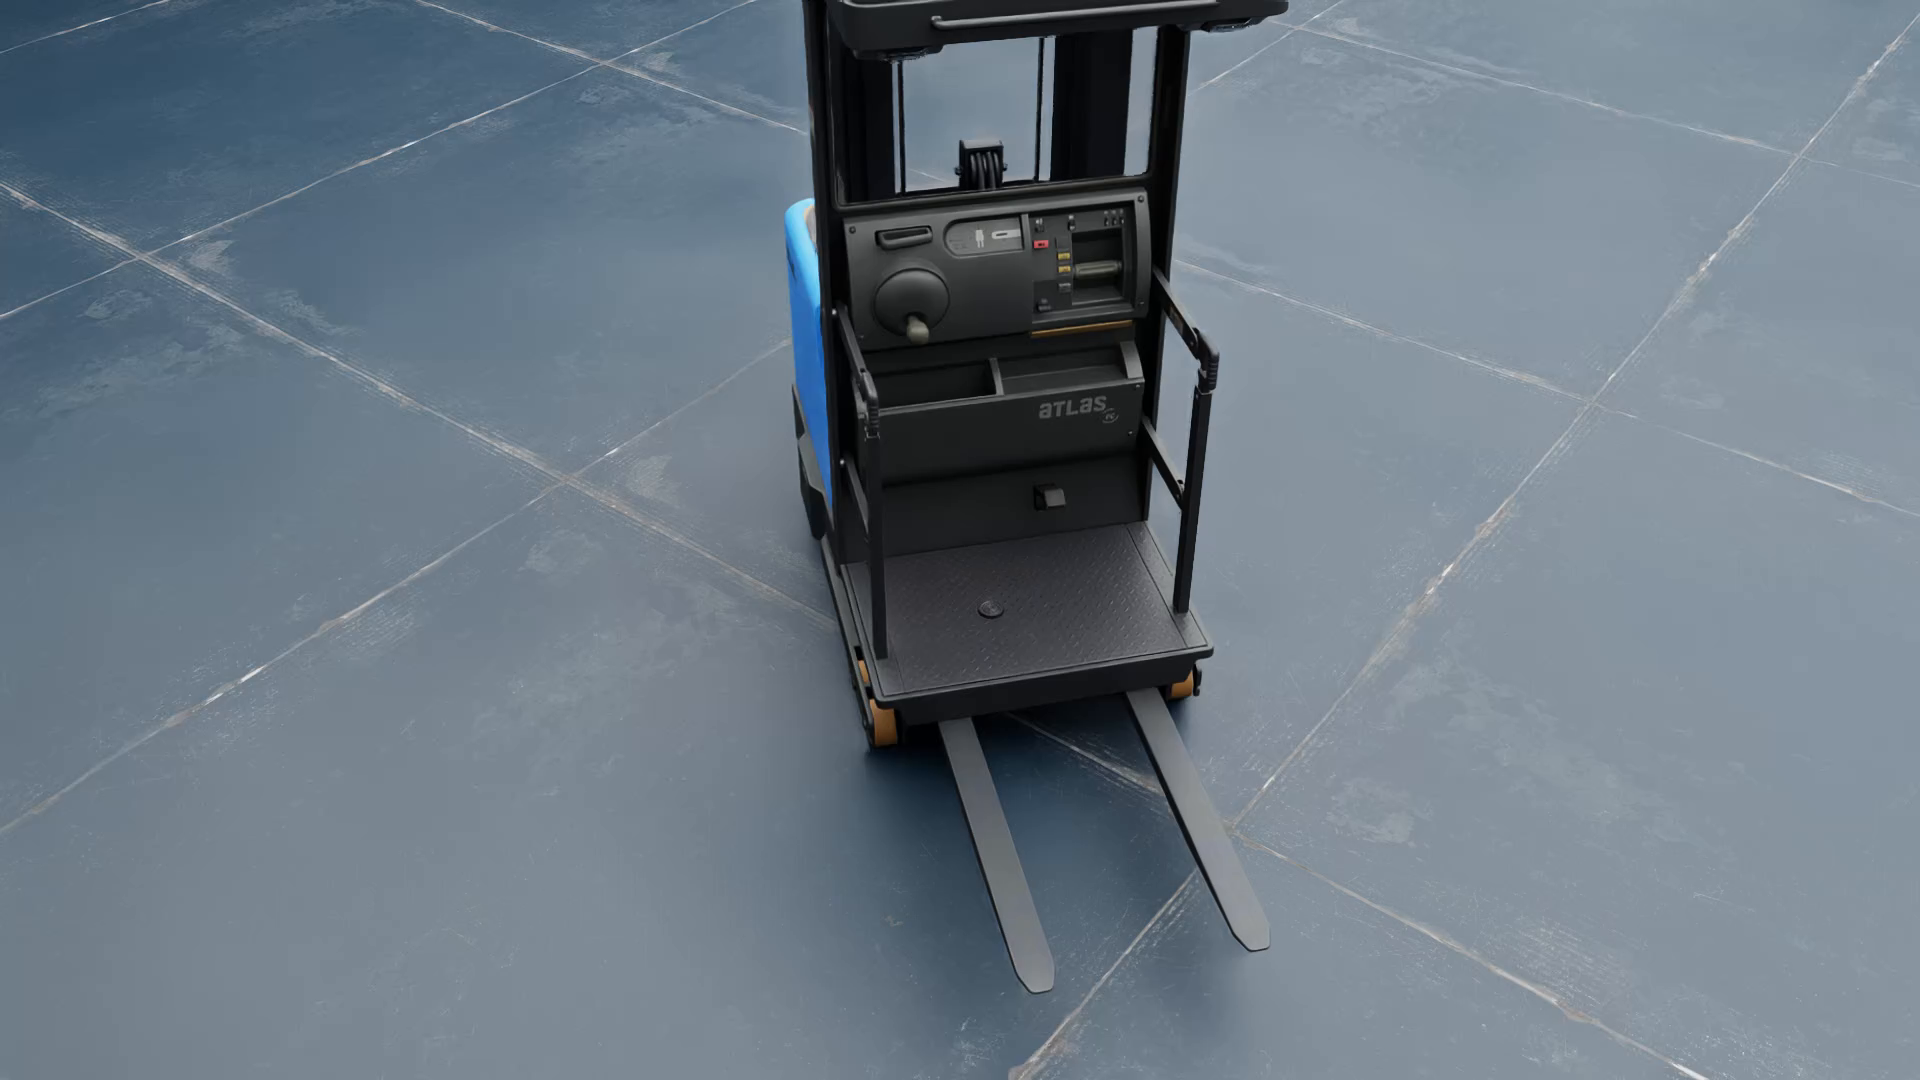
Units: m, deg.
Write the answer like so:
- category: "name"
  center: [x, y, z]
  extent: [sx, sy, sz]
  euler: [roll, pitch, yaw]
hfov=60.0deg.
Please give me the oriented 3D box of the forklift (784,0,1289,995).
- category: "forklift"
  center: [0.171, -0.742, 4.821]
  extent: [1.130, 2.935, 3.031]
  euler: [-8, 39, -10]
